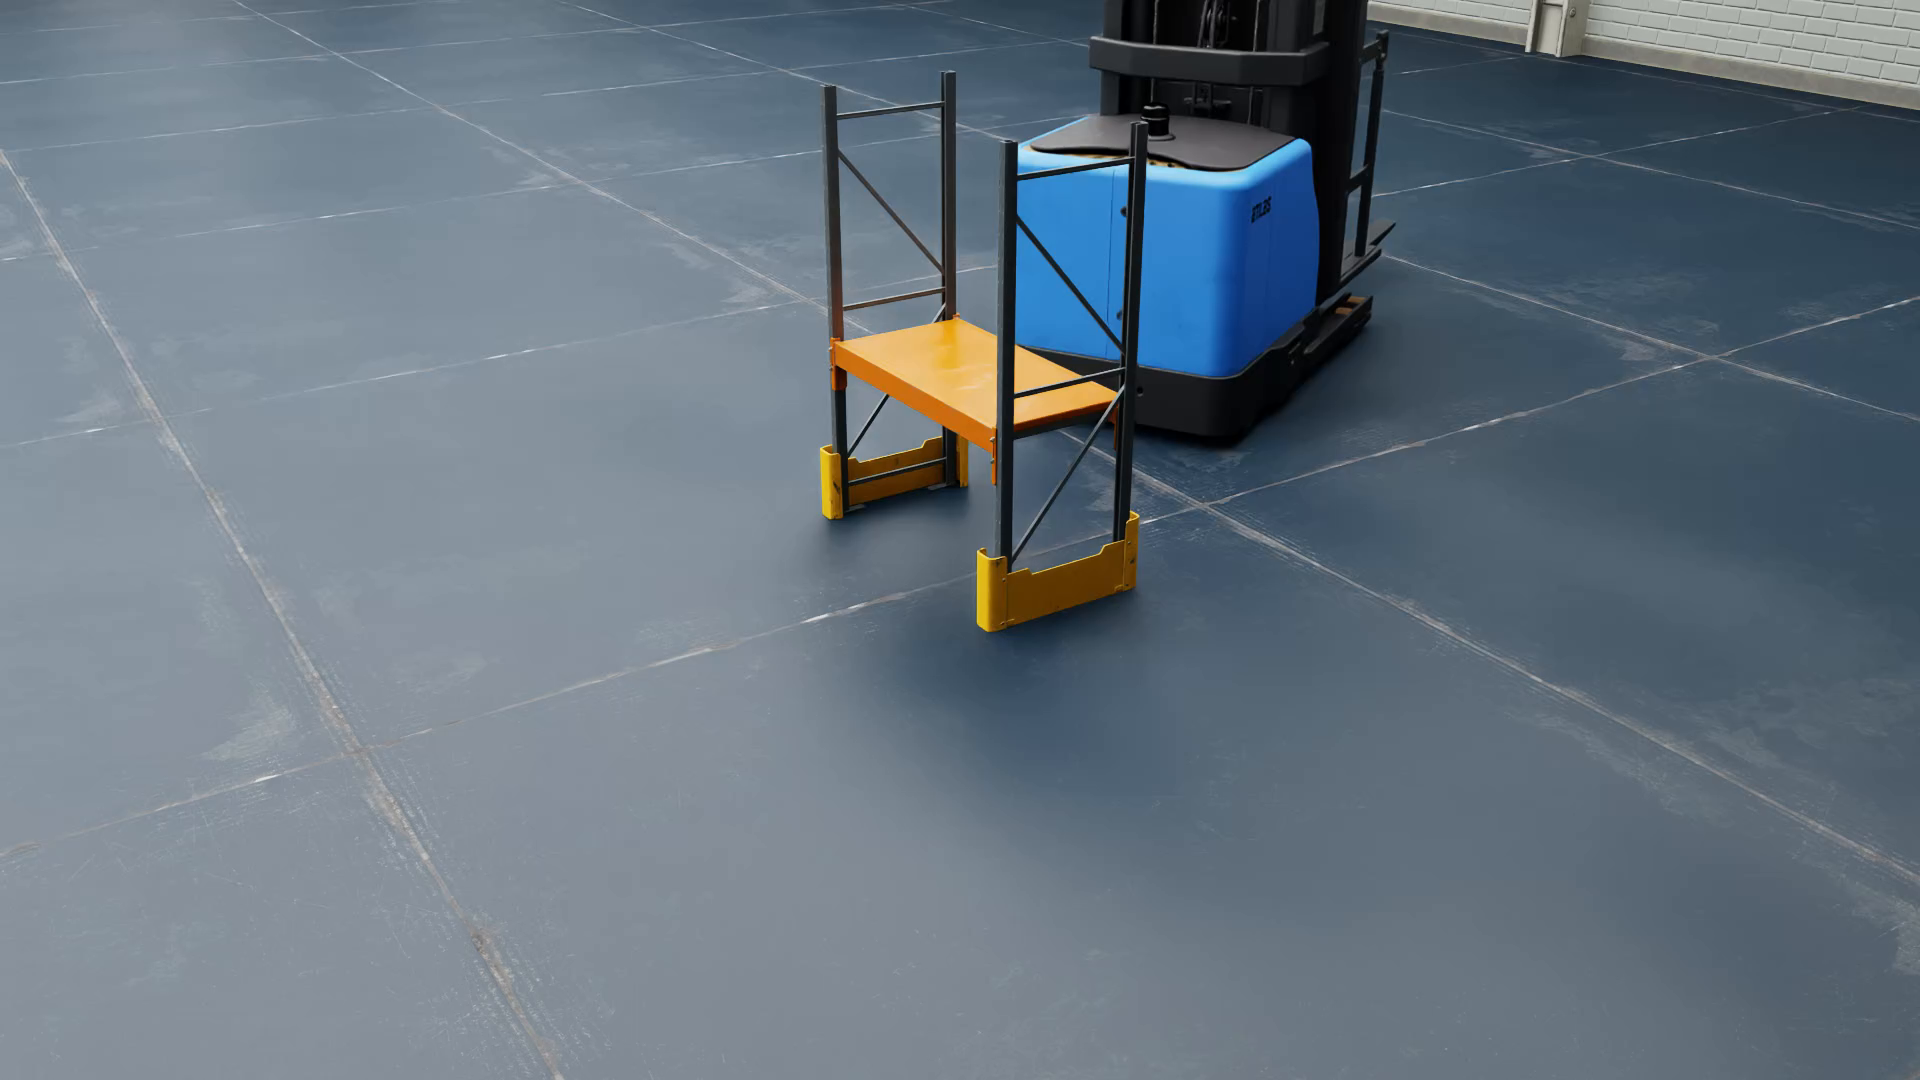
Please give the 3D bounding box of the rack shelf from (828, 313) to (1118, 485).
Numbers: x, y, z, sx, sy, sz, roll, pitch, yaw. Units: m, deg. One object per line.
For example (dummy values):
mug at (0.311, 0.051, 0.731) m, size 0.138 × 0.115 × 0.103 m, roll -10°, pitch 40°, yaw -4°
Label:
rack shelf at (0.047, -0.485, 5.442) m, size 0.538 × 0.185 × 1.000 m, roll -16°, pitch 29°, yaw -30°

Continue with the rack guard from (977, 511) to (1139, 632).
rack guard at (0.313, 0.092, 5.262) m, size 0.587 × 0.250 × 0.087 m, roll -16°, pitch 29°, yaw -30°

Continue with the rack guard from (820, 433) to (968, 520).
rack guard at (-0.230, -0.264, 6.016) m, size 0.587 × 0.250 × 0.087 m, roll -16°, pitch 29°, yaw -30°

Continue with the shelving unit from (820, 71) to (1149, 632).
shelving unit at (0.042, -0.651, 5.372) m, size 0.587 × 1.500 × 1.083 m, roll -16°, pitch 29°, yaw -30°

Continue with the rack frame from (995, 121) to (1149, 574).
rack frame at (0.324, -0.466, 4.980) m, size 0.500 × 1.500 × 0.032 m, roll -16°, pitch 29°, yaw -30°

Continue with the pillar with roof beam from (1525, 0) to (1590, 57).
pillar with roof beam at (1.803, -7.509, 11.114) m, size 9.100 × 9.000 × 0.400 m, roll -16°, pitch 29°, yaw -30°

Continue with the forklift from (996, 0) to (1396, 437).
forklift at (1.289, -2.317, 7.224) m, size 1.130 × 2.935 × 3.031 m, roll 13°, pitch 28°, yaw 25°

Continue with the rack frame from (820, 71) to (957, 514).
rack frame at (-0.231, -0.830, 5.750) m, size 0.500 × 1.500 × 0.032 m, roll -16°, pitch 29°, yaw -30°
